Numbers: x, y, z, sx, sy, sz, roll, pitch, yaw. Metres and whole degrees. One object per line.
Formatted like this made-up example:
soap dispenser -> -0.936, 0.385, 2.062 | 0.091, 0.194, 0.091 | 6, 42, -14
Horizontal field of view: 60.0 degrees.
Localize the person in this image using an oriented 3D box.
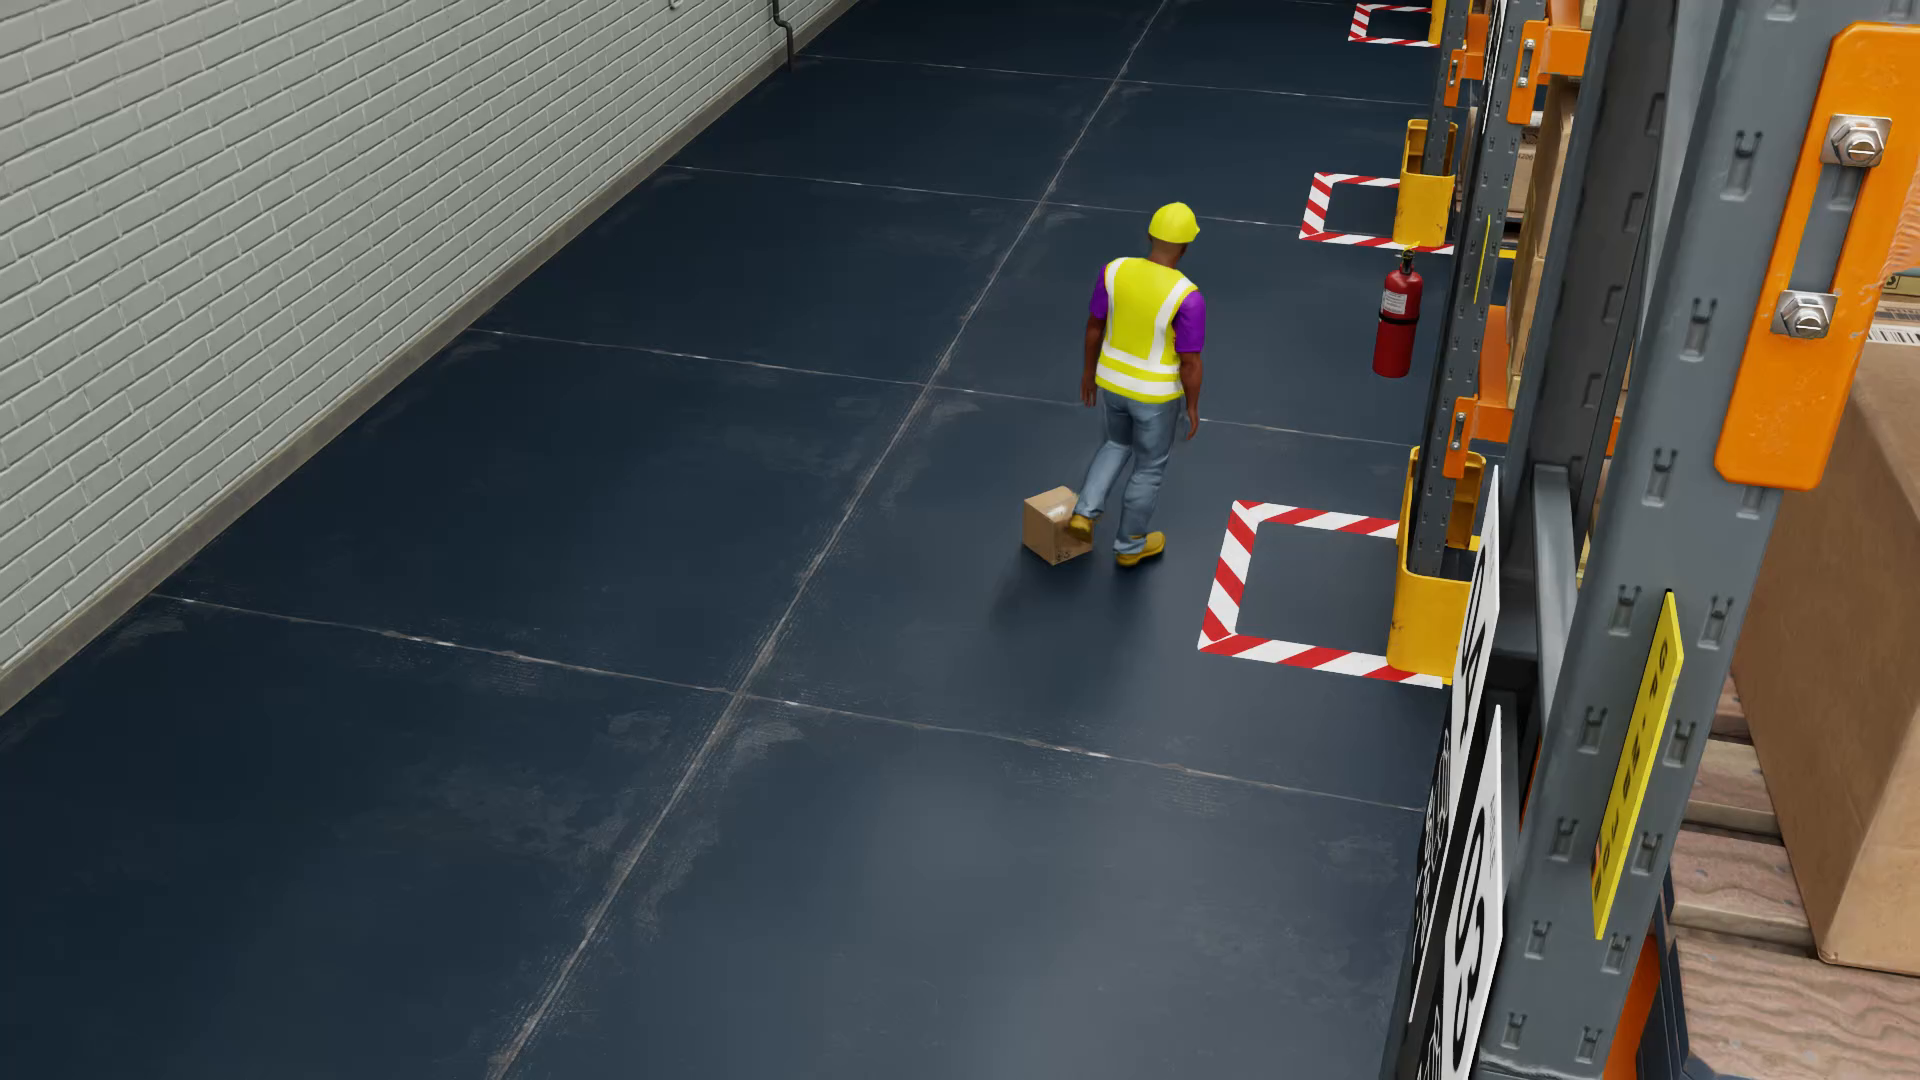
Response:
person -> 0.795, -0.660, 7.642 | 0.595, 1.715, 0.555 | 27, 41, 35
